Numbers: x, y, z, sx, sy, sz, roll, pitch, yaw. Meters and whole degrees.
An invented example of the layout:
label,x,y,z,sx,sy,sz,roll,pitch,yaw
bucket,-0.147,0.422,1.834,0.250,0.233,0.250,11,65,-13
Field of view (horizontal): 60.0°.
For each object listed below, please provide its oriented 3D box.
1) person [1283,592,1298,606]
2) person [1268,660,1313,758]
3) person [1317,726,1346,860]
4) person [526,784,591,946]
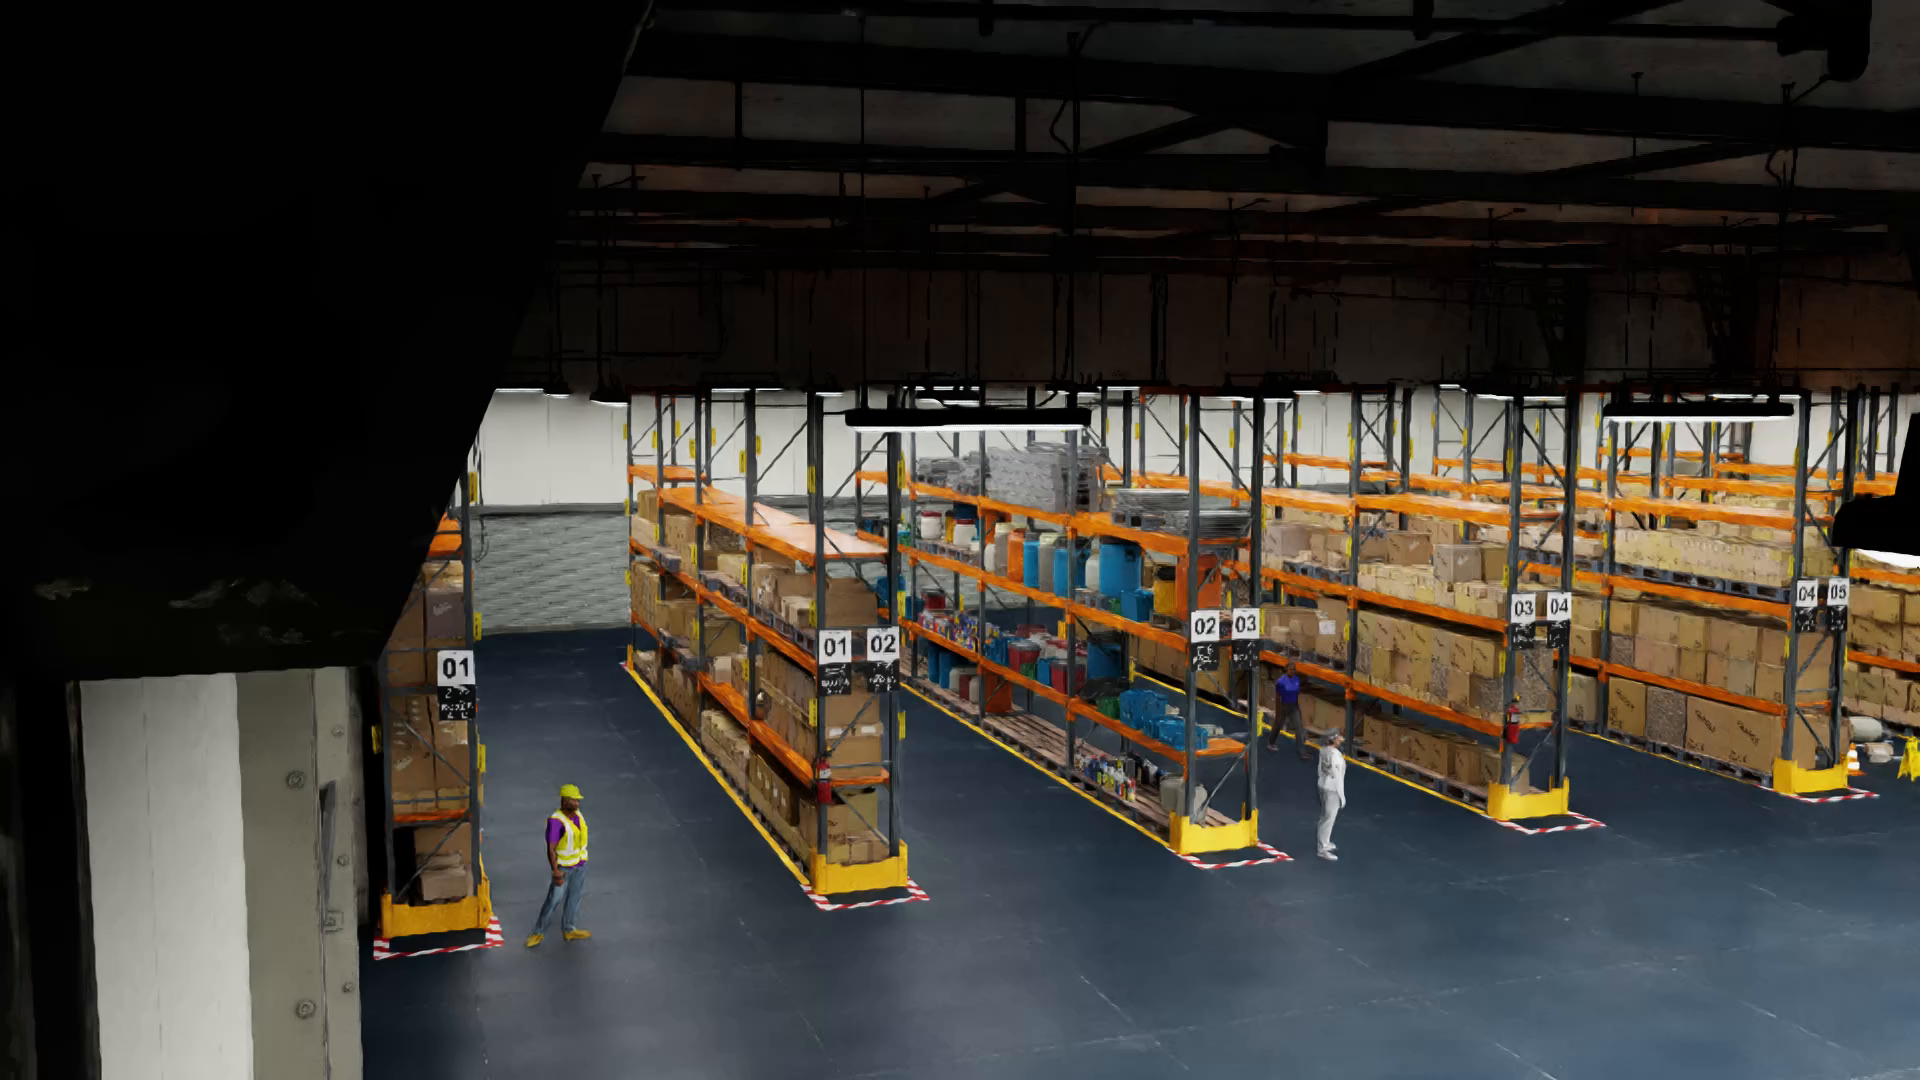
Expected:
label,x,y,z,sx,sy,sz,roll,pitch,yaw
person,8.205,1.193,41.299,0.496,1.770,0.636,-3,7,-29
person,5.349,2.730,27.105,0.449,1.571,1.075,-2,6,-16
person,4.800,3.253,21.584,0.372,1.679,0.625,-1,6,-10
person,-4.427,3.573,18.294,0.501,1.761,0.743,3,7,27
